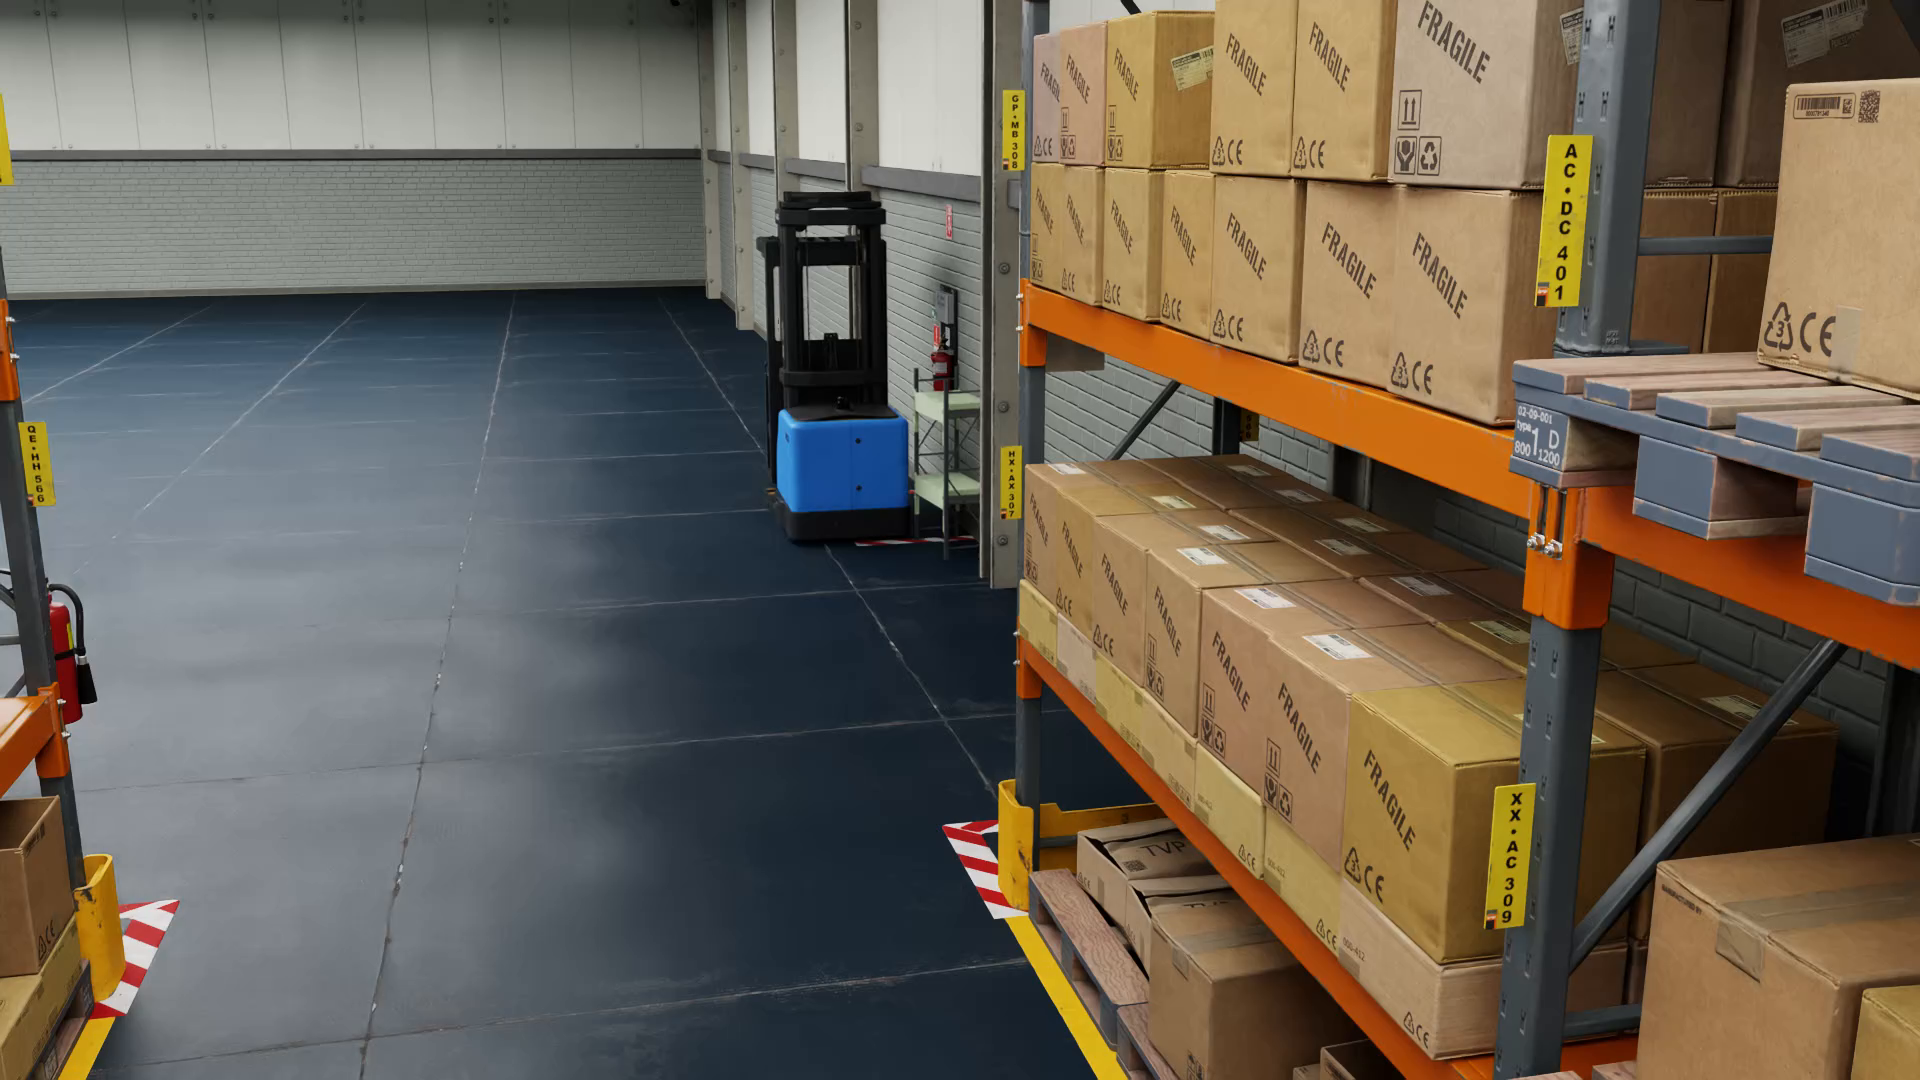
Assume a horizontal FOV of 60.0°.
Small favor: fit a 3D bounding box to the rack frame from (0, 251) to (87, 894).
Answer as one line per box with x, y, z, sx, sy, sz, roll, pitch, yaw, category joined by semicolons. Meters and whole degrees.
-4.058;0.415;6.406;1.000;3.000;0.127;-3;14;-13;rack frame

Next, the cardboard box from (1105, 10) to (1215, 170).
0.810;-1.524;5.665;0.500;0.500;0.500;-3;14;-12;cardboard box

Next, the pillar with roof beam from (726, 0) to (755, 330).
-8.060;-7.959;28.044;9.100;9.000;0.400;-3;14;-13;pillar with roof beam

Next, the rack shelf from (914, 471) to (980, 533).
-0.070;-0.337;14.015;0.431;0.370;0.720;-5;15;-20;rack shelf

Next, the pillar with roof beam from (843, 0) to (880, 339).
-5.241;-5.191;16.713;9.100;9.000;0.400;-3;14;-13;pillar with roof beam

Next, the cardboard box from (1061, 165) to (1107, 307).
0.683;-1.160;6.281;0.500;0.500;0.500;-2;14;-9;cardboard box

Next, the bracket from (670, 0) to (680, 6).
-6.283;-11.955;36.813;0.235;0.232;0.430;-3;14;-13;bracket

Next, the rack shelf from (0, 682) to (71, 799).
-3.588;1.226;4.603;1.077;0.370;4.000;-3;14;-13;rack shelf

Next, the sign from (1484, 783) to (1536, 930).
1.170;0.673;3.529;0.100;0.325;0.005;-3;14;-13;sign

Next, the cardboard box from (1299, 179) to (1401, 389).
1.230;-0.674;4.293;0.500;0.500;0.500;-5;14;-18;cardboard box

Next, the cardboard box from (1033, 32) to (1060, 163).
0.611;-1.760;6.632;0.500;0.500;0.500;-4;14;-17;cardboard box

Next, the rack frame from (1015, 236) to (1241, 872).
0.756;0.139;7.540;1.000;3.000;0.127;-3;14;-13;rack frame

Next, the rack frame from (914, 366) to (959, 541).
-0.199;-0.735;14.269;0.400;1.500;0.023;-5;15;-20;rack frame

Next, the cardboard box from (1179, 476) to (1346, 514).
1.182;0.051;6.592;0.500;0.500;0.500;-3;14;-12;cardboard box

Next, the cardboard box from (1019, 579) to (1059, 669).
0.562;0.332;7.022;0.500;0.250;0.500;-4;14;-15;cardboard box

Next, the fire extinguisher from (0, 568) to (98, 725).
-3.634;0.400;6.633;0.296;0.674;0.183;-3;14;-13;fire extinguisher

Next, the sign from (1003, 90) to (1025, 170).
0.229;-1.713;6.956;0.100;0.325;0.005;-3;14;-13;sign

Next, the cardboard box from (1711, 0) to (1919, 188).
1.858;-1.069;3.802;0.500;0.500;0.500;-3;14;-12;cardboard box

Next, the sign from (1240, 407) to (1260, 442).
1.300;-0.604;7.473;0.100;0.325;0.005;-3;14;-13;sign

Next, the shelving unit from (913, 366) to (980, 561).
-0.070;-0.653;13.937;0.431;1.500;0.755;-5;15;-20;shelving unit

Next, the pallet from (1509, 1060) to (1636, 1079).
1.734;1.339;3.031;1.003;0.211;1.213;-3;14;-13;pallet

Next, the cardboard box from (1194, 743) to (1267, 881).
1.048;0.801;5.100;0.500;0.250;0.500;-3;14;-13;cardboard box

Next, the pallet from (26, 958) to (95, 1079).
-3.838;1.944;6.024;1.003;0.211;1.213;-3;14;-13;pallet

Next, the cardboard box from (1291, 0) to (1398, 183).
1.175;-1.167;4.203;0.500;0.500;0.500;-3;14;-10;cardboard box

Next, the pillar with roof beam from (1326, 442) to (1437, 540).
-2.423;-2.423;5.382;9.100;9.000;0.400;-3;14;-13;pillar with roof beam

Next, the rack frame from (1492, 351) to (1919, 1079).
1.696;1.061;3.763;1.000;3.000;0.127;-3;14;-13;rack frame

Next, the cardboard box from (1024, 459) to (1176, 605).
0.576;-0.036;6.947;0.500;0.500;0.500;-3;14;-13;cardboard box

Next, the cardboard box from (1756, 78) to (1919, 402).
1.746;-0.518;2.811;0.500;0.500;0.500;-1;14;-5;cardboard box

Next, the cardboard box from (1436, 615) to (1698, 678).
1.670;0.521;4.670;0.500;0.500;0.500;-3;14;-13;cardboard box

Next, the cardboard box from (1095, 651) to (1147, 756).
0.812;0.569;6.053;0.500;0.250;0.500;-4;14;-14;cardboard box

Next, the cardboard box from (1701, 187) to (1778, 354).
1.826;-0.581;3.913;0.500;0.500;0.500;-3;14;-11;cardboard box

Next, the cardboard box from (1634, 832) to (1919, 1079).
1.782;0.918;3.210;0.700;0.500;0.500;-3;14;-13;cardboard box

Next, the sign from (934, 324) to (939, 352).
-0.221;-1.855;15.625;0.001;0.329;0.234;-3;14;-13;sign

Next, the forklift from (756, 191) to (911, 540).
-1.256;-1.724;15.308;1.130;2.935;3.031;-3;14;-13;forklift

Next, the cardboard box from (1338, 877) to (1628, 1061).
1.290;1.032;4.156;0.500;0.250;0.500;-3;14;-13;cardboard box

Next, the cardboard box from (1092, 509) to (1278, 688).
0.798;0.198;5.989;0.500;0.500;0.500;-4;14;-15;cardboard box

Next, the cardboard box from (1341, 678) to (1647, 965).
1.284;0.668;4.065;0.500;0.500;0.500;-3;14;-13;cardboard box

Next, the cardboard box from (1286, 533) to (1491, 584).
1.426;0.286;5.629;0.500;0.500;0.500;-3;14;-12;cardboard box

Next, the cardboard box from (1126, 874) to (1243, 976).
0.965;1.527;6.595;0.500;0.311;0.500;-2;14;-9;cardboard box

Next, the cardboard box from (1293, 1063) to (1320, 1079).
1.339;1.862;5.564;0.380;0.149;0.250;-4;14;-18;cardboard box

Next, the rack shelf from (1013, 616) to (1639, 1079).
1.226;0.949;5.737;1.077;0.370;4.000;-3;14;-13;rack shelf

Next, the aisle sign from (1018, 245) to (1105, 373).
0.448;-1.124;7.231;0.394;0.787;0.004;-3;14;-13;aisle sign

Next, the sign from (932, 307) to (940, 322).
-0.228;-2.111;15.556;0.001;0.109;0.331;-3;14;-13;sign

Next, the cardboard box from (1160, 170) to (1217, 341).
0.955;-0.918;5.291;0.500;0.500;0.500;-2;14;-10;cardboard box

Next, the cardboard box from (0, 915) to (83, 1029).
-3.645;1.654;6.244;0.500;0.250;0.500;-3;14;-13;cardboard box

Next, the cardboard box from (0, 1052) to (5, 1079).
-3.397;1.884;5.303;0.500;0.250;0.500;-3;14;-13;cardboard box

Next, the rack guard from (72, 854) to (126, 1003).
-4.064;1.624;6.725;1.175;0.500;0.348;-3;14;-13;rack guard

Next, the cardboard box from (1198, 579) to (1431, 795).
1.053;0.437;5.013;0.500;0.500;0.500;-4;14;-15;cardboard box
